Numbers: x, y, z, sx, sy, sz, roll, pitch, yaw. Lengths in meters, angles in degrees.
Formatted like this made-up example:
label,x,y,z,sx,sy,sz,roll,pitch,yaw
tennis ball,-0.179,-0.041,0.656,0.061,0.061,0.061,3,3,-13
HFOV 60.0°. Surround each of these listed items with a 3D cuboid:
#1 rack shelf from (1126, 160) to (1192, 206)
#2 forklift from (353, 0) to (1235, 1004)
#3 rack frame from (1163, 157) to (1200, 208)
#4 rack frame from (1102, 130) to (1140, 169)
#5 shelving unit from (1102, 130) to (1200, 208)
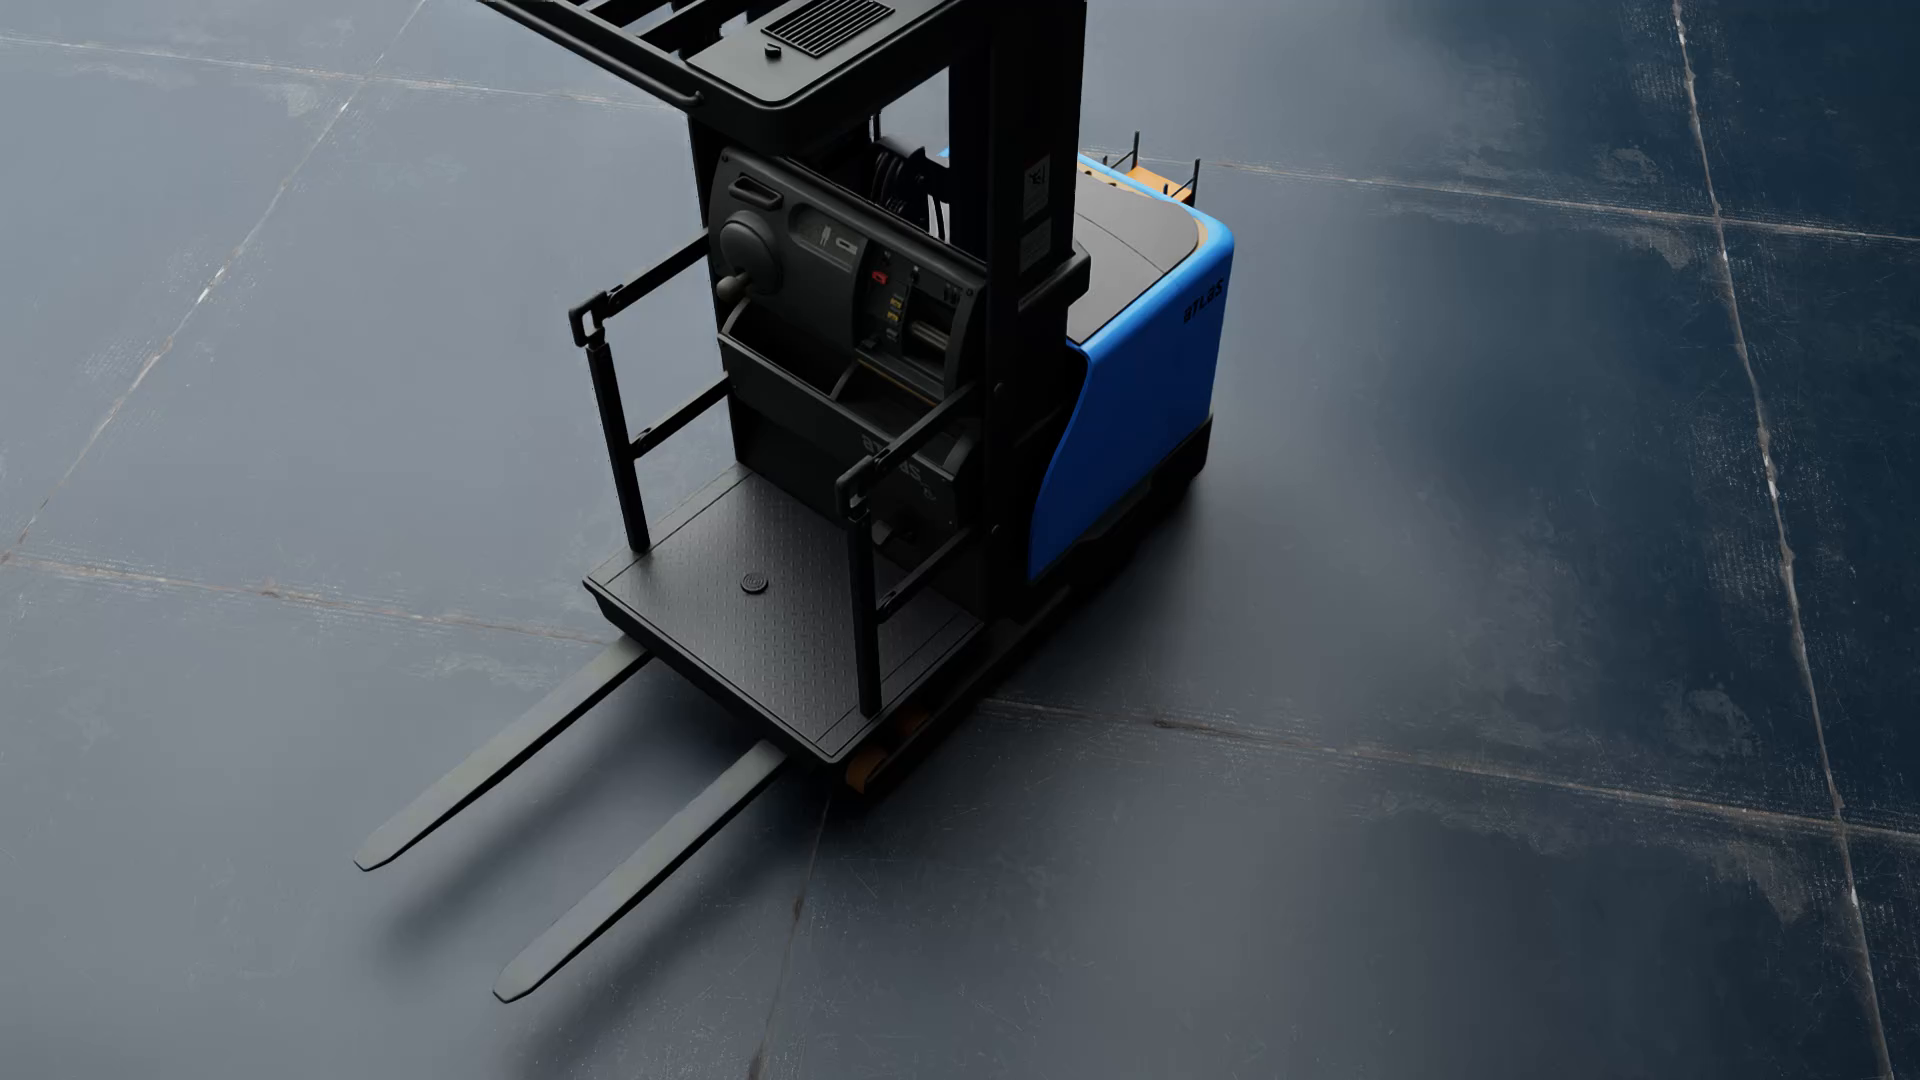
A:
label,x,y,z,sx,sy,sz,roll,pitch,yaw
rack shelf,0.630,-1.092,5.658,0.240,0.259,0.215,32,55,25
forklift,-0.462,-0.633,4.348,1.130,2.935,3.031,32,56,26
rack frame,0.724,-0.851,5.809,0.008,1.050,0.200,32,55,25
rack frame,0.536,-0.967,5.913,0.008,1.050,0.200,32,55,25
shelving unit,0.630,-0.909,5.861,0.252,1.050,0.215,32,55,25
